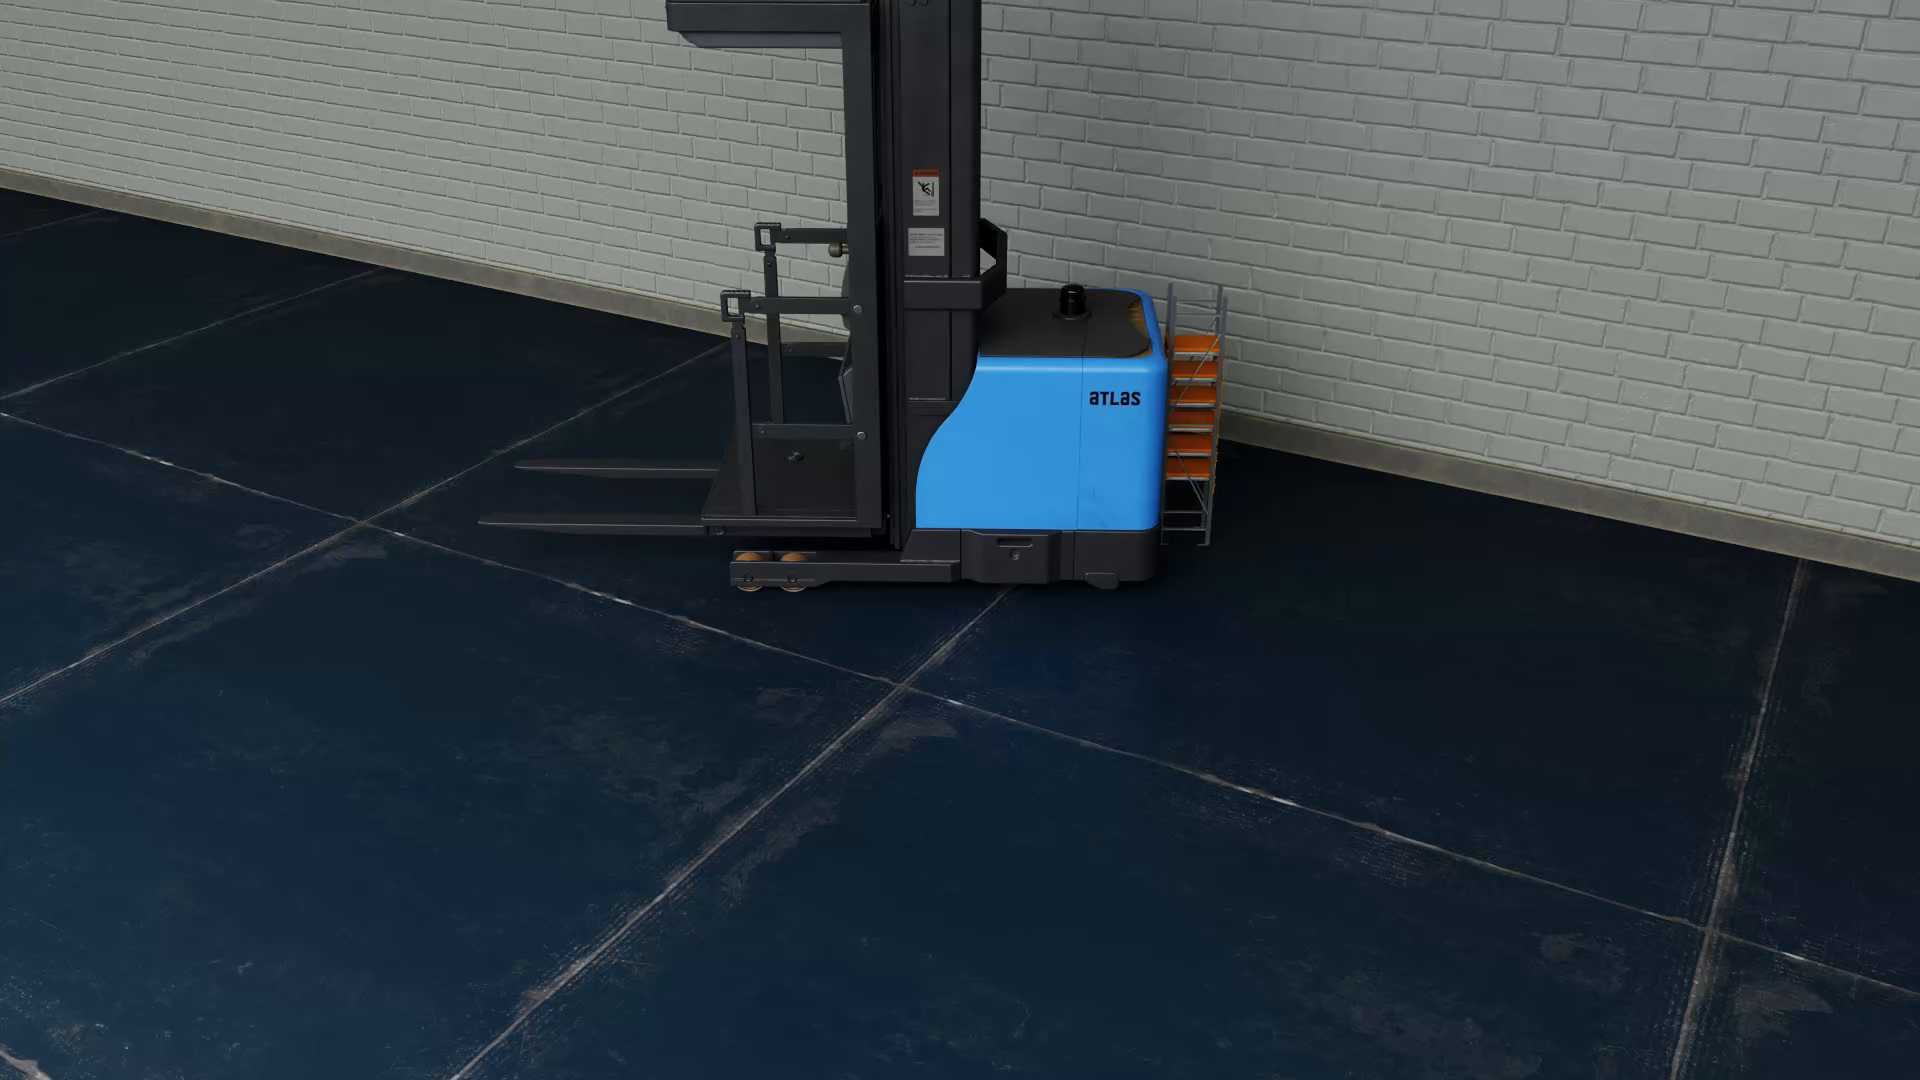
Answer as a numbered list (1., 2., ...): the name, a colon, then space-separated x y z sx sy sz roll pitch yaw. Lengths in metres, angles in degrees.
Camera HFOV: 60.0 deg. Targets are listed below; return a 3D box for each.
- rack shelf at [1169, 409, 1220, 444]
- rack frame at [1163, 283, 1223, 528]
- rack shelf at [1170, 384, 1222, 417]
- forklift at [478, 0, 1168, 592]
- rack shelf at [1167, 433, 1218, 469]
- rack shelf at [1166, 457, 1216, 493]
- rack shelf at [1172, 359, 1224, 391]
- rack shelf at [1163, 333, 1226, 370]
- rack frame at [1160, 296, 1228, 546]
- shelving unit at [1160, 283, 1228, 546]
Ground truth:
1. rack shelf: 1.037 -0.514 7.536 0.258 0.103 0.180 1 27 1
2. rack frame: 1.039 -0.595 7.598 0.240 1.200 0.006 1 27 1
3. rack shelf: 1.037 -0.622 7.483 0.258 0.103 0.180 1 27 1
4. forklift: -0.627 -1.319 7.110 3.031 2.935 1.130 1 27 1
5. rack shelf: 1.037 -0.407 7.590 0.258 0.103 0.180 1 27 1
6. rack shelf: 1.037 -0.300 7.644 0.258 0.103 0.180 1 27 1
7. rack shelf: 1.037 -0.729 7.429 0.258 0.103 0.180 1 27 1
8. rack shelf: 1.037 -0.836 7.375 0.258 0.103 0.180 1 27 1
9. rack frame: 1.034 -0.513 7.435 0.240 1.200 0.006 1 27 1
10. shelving unit: 1.037 -0.554 7.516 0.258 1.200 0.189 1 27 1
